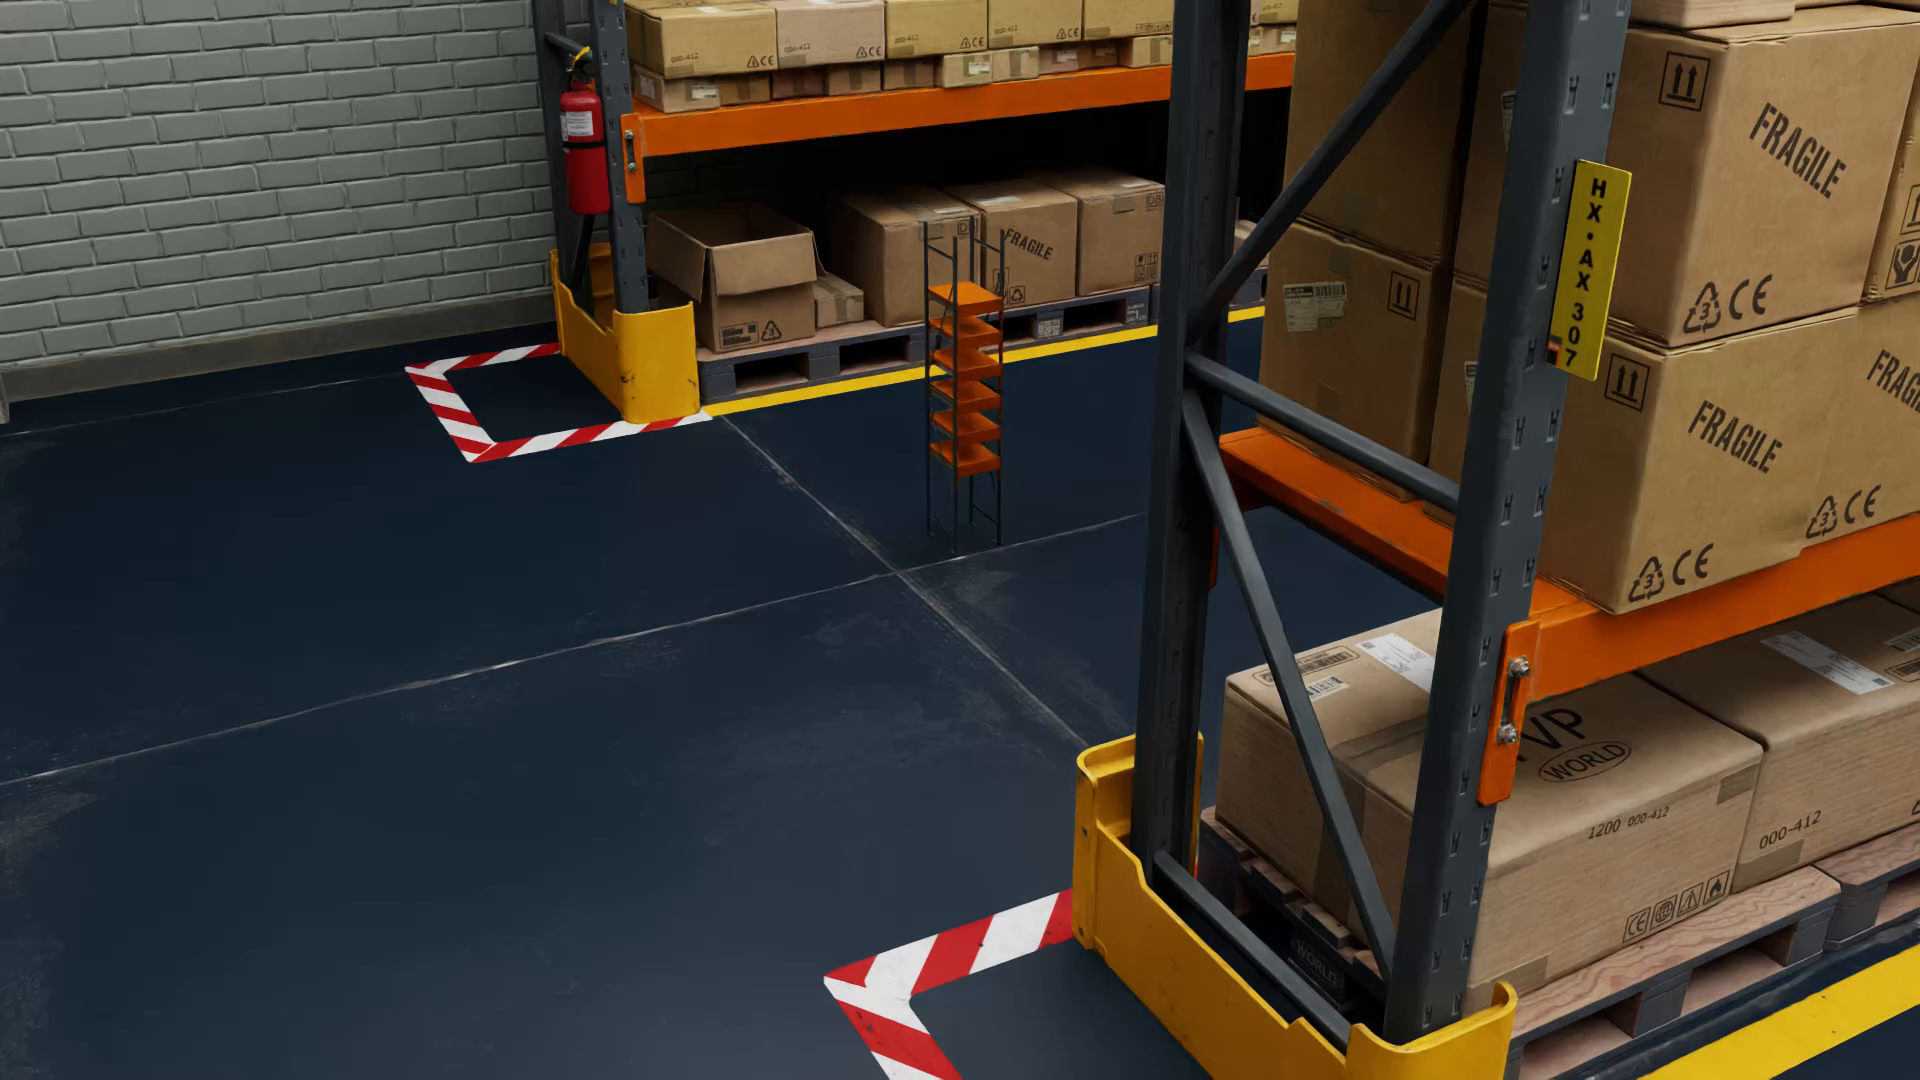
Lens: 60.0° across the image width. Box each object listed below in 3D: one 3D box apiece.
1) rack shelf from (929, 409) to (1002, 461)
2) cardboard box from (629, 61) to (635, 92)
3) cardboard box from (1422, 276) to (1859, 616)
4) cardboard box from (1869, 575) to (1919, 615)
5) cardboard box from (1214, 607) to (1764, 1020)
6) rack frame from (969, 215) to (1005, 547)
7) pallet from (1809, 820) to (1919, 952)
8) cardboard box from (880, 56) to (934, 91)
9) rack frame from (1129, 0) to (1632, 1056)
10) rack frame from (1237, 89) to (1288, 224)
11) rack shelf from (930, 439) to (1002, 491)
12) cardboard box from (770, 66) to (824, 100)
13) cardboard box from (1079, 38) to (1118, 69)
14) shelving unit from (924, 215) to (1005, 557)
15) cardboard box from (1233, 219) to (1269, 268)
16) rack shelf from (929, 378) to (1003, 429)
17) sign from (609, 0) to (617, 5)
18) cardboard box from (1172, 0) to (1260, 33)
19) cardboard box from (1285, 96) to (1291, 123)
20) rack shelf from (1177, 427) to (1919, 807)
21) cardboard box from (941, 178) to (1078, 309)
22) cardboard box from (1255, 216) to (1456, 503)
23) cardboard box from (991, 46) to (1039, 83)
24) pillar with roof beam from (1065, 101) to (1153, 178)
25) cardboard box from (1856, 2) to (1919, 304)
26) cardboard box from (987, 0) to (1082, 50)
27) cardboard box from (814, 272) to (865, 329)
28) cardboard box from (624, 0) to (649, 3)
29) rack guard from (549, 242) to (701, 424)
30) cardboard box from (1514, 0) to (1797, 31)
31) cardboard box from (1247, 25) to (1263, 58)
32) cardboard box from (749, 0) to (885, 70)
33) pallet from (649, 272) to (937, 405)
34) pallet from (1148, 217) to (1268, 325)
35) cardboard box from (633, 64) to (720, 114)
[{"bbox_3d":[0.013,-0.396,6.068,0.180,0.103,0.258,-13,29,-25],"label":"rack shelf"},{"bbox_3d":[-1.468,-2.150,7.553,0.250,0.149,0.380,-13,29,-26],"label":"cardboard box"},{"bbox_3d":[1.264,-0.232,3.151,0.500,0.500,0.500,-13,29,-25],"label":"cardboard box"},{"bbox_3d":[2.841,0.222,4.797,0.875,0.438,0.875,-14,29,-27],"label":"cardboard box"},{"bbox_3d":[1.241,0.595,4.021,0.875,0.438,0.875,-14,29,-27],"label":"cardboard box"},{"bbox_3d":[0.094,-0.562,6.035,0.006,1.200,0.240,-13,29,-25],"label":"rack frame"},{"bbox_3d":[2.449,0.619,4.716,1.213,0.211,1.003,-13,29,-25],"label":"pallet"},{"bbox_3d":[-0.313,-2.163,7.579,0.250,0.149,0.380,-13,28,-24],"label":"cardboard box"},{"bbox_3d":[0.705,-0.198,3.197,0.127,3.000,1.000,-13,29,-25],"label":"rack frame"},{"bbox_3d":[1.896,-2.908,8.841,0.127,3.000,1.000,-13,29,-25],"label":"rack frame"},{"bbox_3d":[0.013,-0.287,6.120,0.180,0.103,0.258,-13,29,-25],"label":"rack shelf"},{"bbox_3d":[-0.796,-2.078,7.404,0.250,0.149,0.380,-13,29,-26],"label":"cardboard box"},{"bbox_3d":[0.559,-2.394,8.061,0.250,0.149,0.380,-13,28,-24],"label":"cardboard box"},{"bbox_3d":[0.013,-0.544,5.996,0.189,1.200,0.258,-13,29,-25],"label":"shelving unit"},{"bbox_3d":[1.542,-1.586,8.897,0.250,0.149,0.380,-14,29,-27],"label":"cardboard box"},{"bbox_3d":[0.013,-0.504,6.016,0.180,0.103,0.258,-13,29,-25],"label":"rack shelf"},{"bbox_3d":[-1.378,-2.276,6.525,0.005,0.325,0.100,-13,29,-25],"label":"sign"},{"bbox_3d":[1.126,-2.670,8.175,0.500,0.250,0.500,-13,29,-25],"label":"cardboard box"},{"bbox_3d":[2.085,-2.448,9.536,0.250,0.149,0.380,-14,29,-27],"label":"cardboard box"},{"bbox_3d":[2.470,-0.281,4.202,4.000,0.370,1.077,-13,29,-25],"label":"rack shelf"},{"bbox_3d":[0.237,-1.473,8.255,0.500,0.500,0.500,-12,28,-24],"label":"cardboard box"},{"bbox_3d":[1.006,-0.443,3.591,0.500,0.500,0.500,-13,28,-25],"label":"cardboard box"},{"bbox_3d":[0.168,-2.247,7.755,0.250,0.149,0.380,-12,28,-24],"label":"cardboard box"},{"bbox_3d":[2.883,-4.171,4.540,0.400,9.000,9.100,-13,29,-25],"label":"pillar with roof beam"},{"bbox_3d":[1.715,-0.791,3.161,0.500,0.500,0.500,-14,29,-26],"label":"cardboard box"},{"bbox_3d":[0.225,-2.469,7.756,0.500,0.250,0.500,-14,29,-26],"label":"cardboard box"},{"bbox_3d":[-0.656,-1.157,8.004,0.250,0.149,0.380,-14,29,-27],"label":"cardboard box"},{"bbox_3d":[-1.353,-2.355,7.518,0.500,0.250,0.500,-12,28,-24],"label":"cardboard box"},{"bbox_3d":[-1.567,-0.982,7.717,0.348,0.500,1.175,-13,29,-25],"label":"rack guard"},{"bbox_3d":[1.149,-0.953,2.749,0.250,0.149,0.380,-12,28,-24],"label":"cardboard box"},{"bbox_3d":[1.296,-2.510,8.302,0.250,0.149,0.380,-12,28,-24],"label":"cardboard box"},{"bbox_3d":[-0.662,-2.252,7.304,0.500,0.250,0.500,-13,28,-25],"label":"cardboard box"},{"bbox_3d":[-0.864,-1.014,8.119,1.213,0.211,1.003,-13,29,-25],"label":"pallet"},{"bbox_3d":[1.289,-1.511,9.154,1.213,0.211,1.003,-13,29,-25],"label":"pallet"},{"bbox_3d":[-1.215,-1.942,7.120,0.250,0.149,0.380,-13,29,-25],"label":"cardboard box"}]
